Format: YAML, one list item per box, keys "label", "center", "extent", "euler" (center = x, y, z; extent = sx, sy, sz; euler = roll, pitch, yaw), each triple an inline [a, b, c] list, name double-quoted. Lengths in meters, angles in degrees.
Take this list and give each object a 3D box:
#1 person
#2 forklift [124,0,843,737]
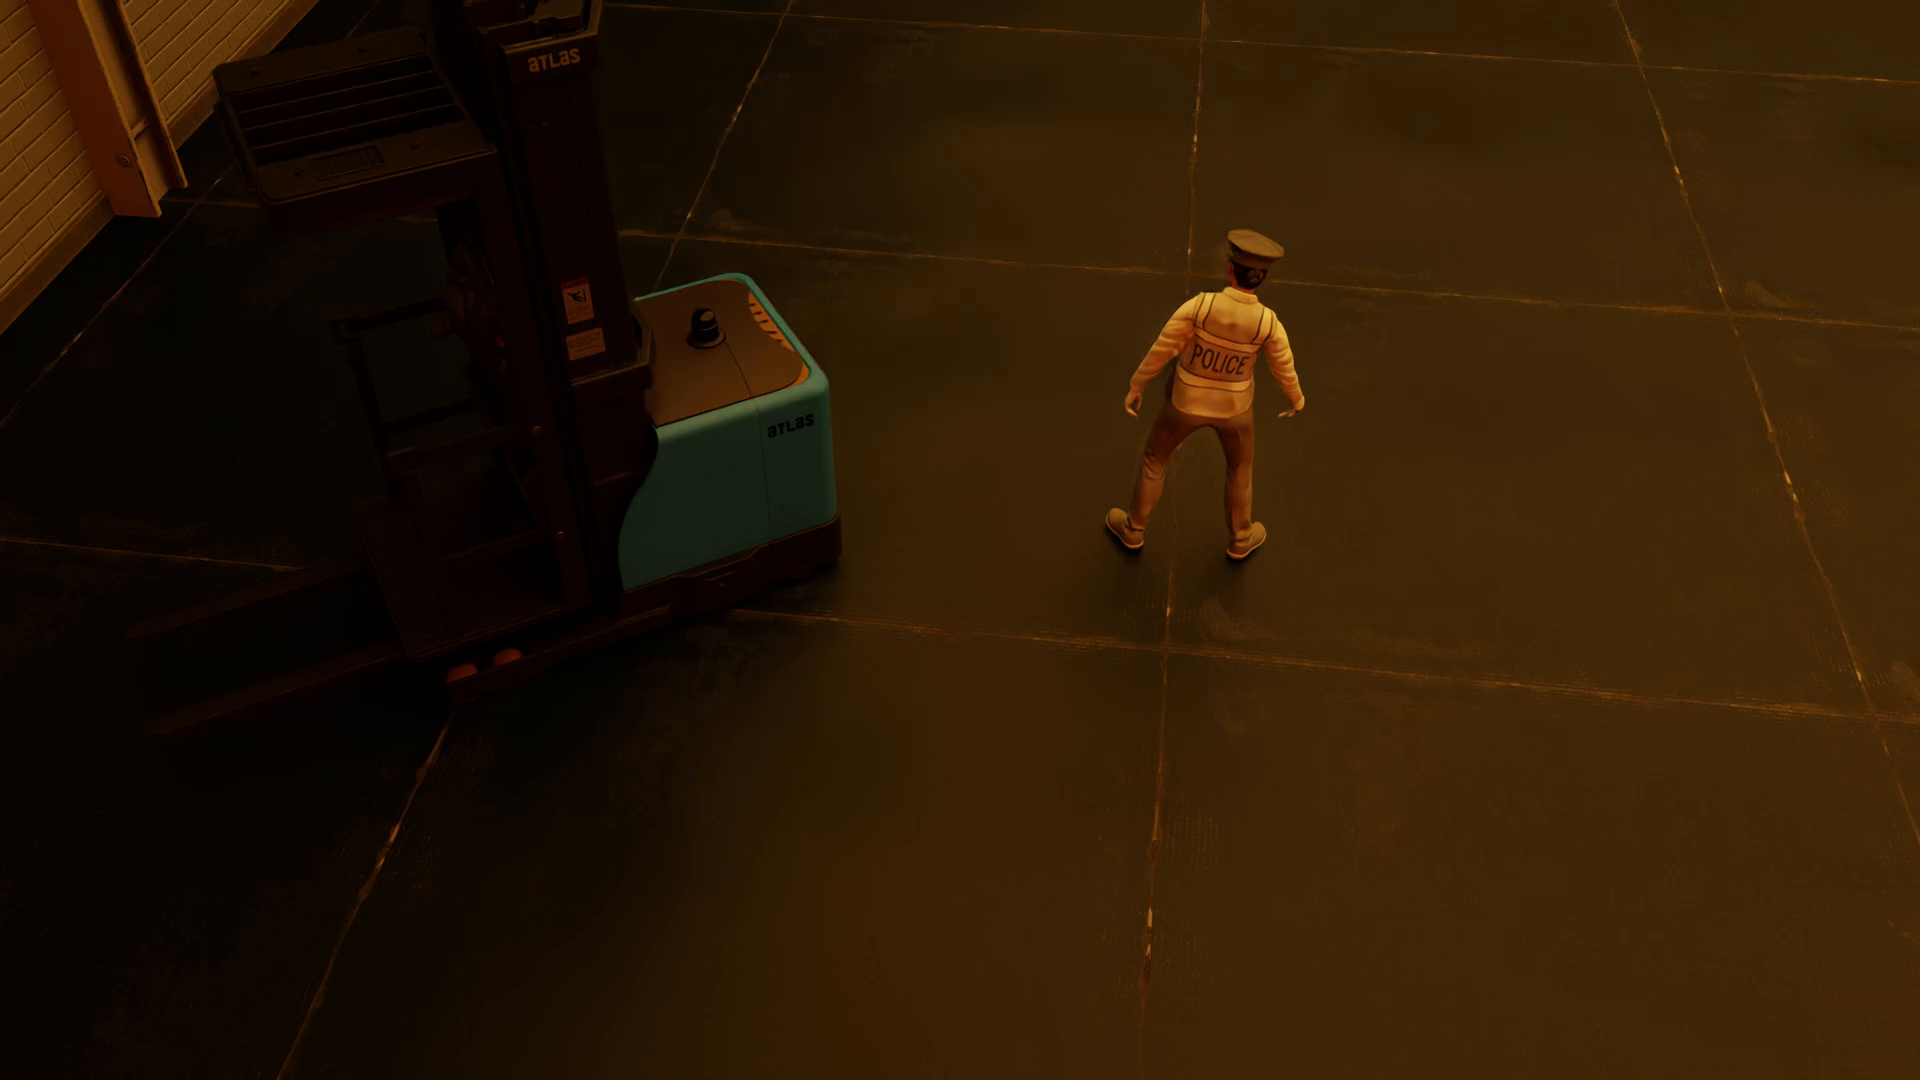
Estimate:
- label: "person"
  center: [1.110, -0.618, 7.371]
  extent: [0.838, 1.630, 0.388]
  euler: [5, 43, 6]
- label: "forklift"
  center: [-2.092, -0.796, 6.590]
  extent: [3.031, 2.935, 1.130]
  euler: [-19, 46, -20]
